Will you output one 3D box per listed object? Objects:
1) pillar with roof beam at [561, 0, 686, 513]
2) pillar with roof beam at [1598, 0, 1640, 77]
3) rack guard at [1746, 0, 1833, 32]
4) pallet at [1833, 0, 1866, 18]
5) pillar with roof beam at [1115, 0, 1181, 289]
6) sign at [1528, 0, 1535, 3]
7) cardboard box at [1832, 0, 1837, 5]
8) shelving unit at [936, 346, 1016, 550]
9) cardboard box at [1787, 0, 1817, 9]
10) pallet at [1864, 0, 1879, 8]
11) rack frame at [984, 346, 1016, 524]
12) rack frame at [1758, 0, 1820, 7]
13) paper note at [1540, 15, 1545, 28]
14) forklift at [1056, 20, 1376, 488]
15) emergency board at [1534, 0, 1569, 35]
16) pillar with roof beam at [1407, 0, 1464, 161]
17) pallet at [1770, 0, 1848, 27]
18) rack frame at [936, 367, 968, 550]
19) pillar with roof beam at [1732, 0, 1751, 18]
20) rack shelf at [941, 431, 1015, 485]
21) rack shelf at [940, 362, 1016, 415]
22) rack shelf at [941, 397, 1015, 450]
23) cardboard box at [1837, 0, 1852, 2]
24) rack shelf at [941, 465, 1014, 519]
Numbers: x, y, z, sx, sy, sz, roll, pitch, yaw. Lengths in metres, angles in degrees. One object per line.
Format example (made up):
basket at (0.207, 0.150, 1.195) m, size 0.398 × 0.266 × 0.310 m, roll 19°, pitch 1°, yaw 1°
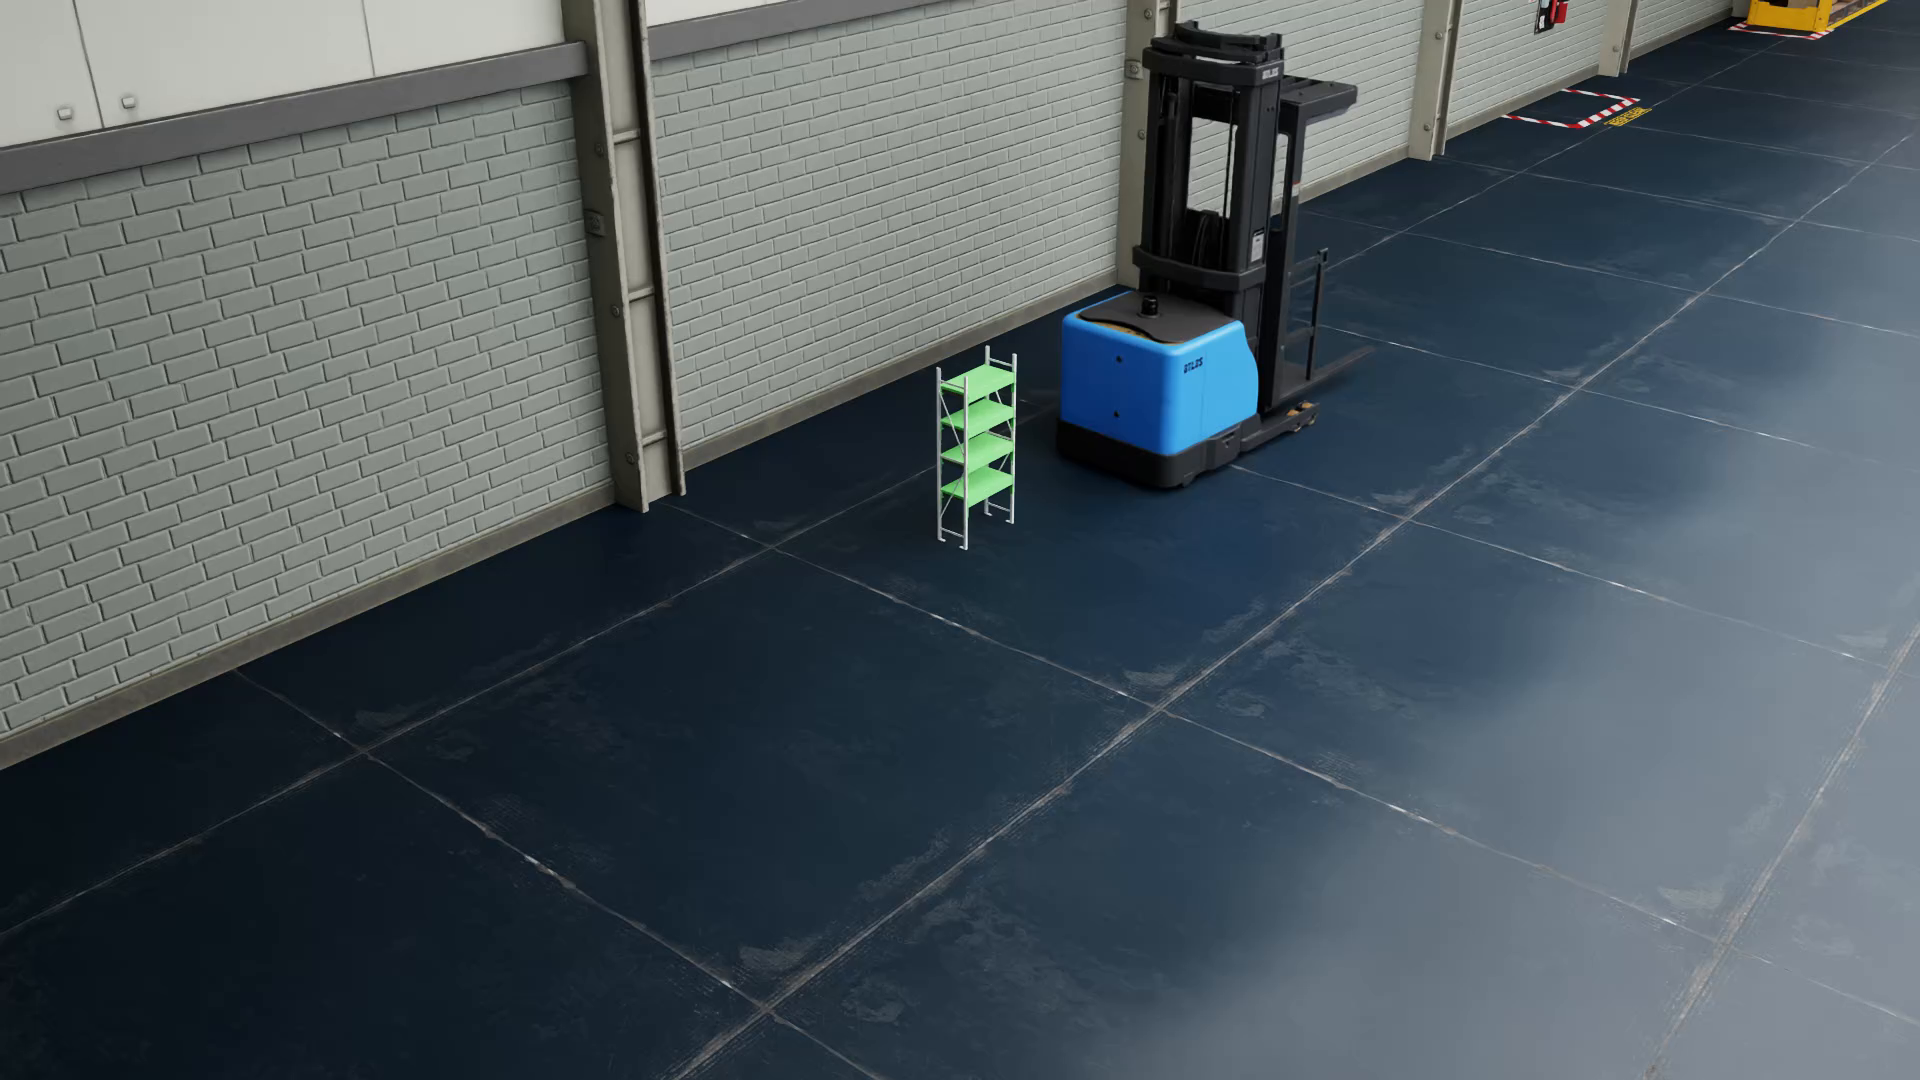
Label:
pillar with roof beam at (1.187, -3.036, 6.957) m, size 9.100 × 9.000 × 0.400 m, roll 21°, pitch 34°, yaw 34°
pillar with roof beam at (12.637, -9.418, 19.294) m, size 9.100 × 9.000 × 0.400 m, roll 21°, pitch 34°, yaw 34°
rack guard at (13.402, -8.555, 26.874) m, size 1.175 × 0.500 × 0.348 m, roll 21°, pitch 34°, yaw 34°
pallet at (14.722, -9.135, 28.310) m, size 1.003 × 0.211 × 1.213 m, roll 21°, pitch 34°, yaw 34°
pillar with roof beam at (5.004, -5.163, 11.069) m, size 9.100 × 9.000 × 0.400 m, roll 21°, pitch 34°, yaw 34°
sign at (7.282, -6.997, 21.103) m, size 0.001 × 0.329 × 0.234 m, roll 21°, pitch 34°, yaw 34°
cardboard box at (14.226, -9.060, 27.579) m, size 0.500 × 0.311 × 0.500 m, roll 24°, pitch 36°, yaw 38°
shelving unit at (0.105, -0.592, 10.720) m, size 0.258 × 1.200 × 0.503 m, roll 21°, pitch 34°, yaw 34°
cardboard box at (13.863, -8.858, 27.188) m, size 0.500 × 0.311 × 0.500 m, roll 17°, pitch 32°, yaw 29°
pallet at (15.498, -9.569, 29.150) m, size 1.003 × 0.211 × 1.213 m, roll 21°, pitch 34°, yaw 34°
rack frame at (0.260, -0.678, 10.887) m, size 0.240 × 1.200 × 0.015 m, roll 21°, pitch 34°, yaw 34°
rack frame at (13.353, -9.638, 26.248) m, size 1.000 × 3.000 × 0.127 m, roll 21°, pitch 34°, yaw 34°
paper note at (7.548, -6.713, 21.552) m, size 0.016 × 0.148 × 0.142 m, roll 21°, pitch 34°, yaw 34°
forklift at (2.071, -2.249, 12.040) m, size 1.130 × 2.935 × 3.031 m, roll 23°, pitch 35°, yaw 37°
emergency board at (7.714, -7.147, 21.432) m, size 0.194 × 1.169 × 0.643 m, roll 21°, pitch 34°, yaw 34°
pillar with roof beam at (8.820, -7.291, 15.181) m, size 9.100 × 9.000 × 0.400 m, roll 21°, pitch 34°, yaw 34°
pallet at (13.946, -8.704, 27.477) m, size 1.003 × 0.211 × 1.213 m, roll 21°, pitch 34°, yaw 34°
rack frame at (-0.050, -0.505, 10.552) m, size 0.240 × 1.200 × 0.015 m, roll 21°, pitch 34°, yaw 34°
pillar with roof beam at (16.453, -11.545, 23.406) m, size 9.100 × 9.000 × 0.400 m, roll 21°, pitch 34°, yaw 34°
rack shelf at (0.105, -0.535, 10.749) m, size 0.258 × 0.148 × 0.480 m, roll 21°, pitch 34°, yaw 34°
rack shelf at (0.105, -0.961, 10.528) m, size 0.258 × 0.148 × 0.480 m, roll 21°, pitch 34°, yaw 34°
rack shelf at (0.105, -0.748, 10.639) m, size 0.258 × 0.148 × 0.480 m, roll 21°, pitch 34°, yaw 34°
cardboard box at (14.731, -9.390, 28.010) m, size 0.700 × 0.500 × 0.500 m, roll 18°, pitch 33°, yaw 31°
rack shelf at (0.105, -0.322, 10.859) m, size 0.258 × 0.148 × 0.480 m, roll 21°, pitch 34°, yaw 34°
